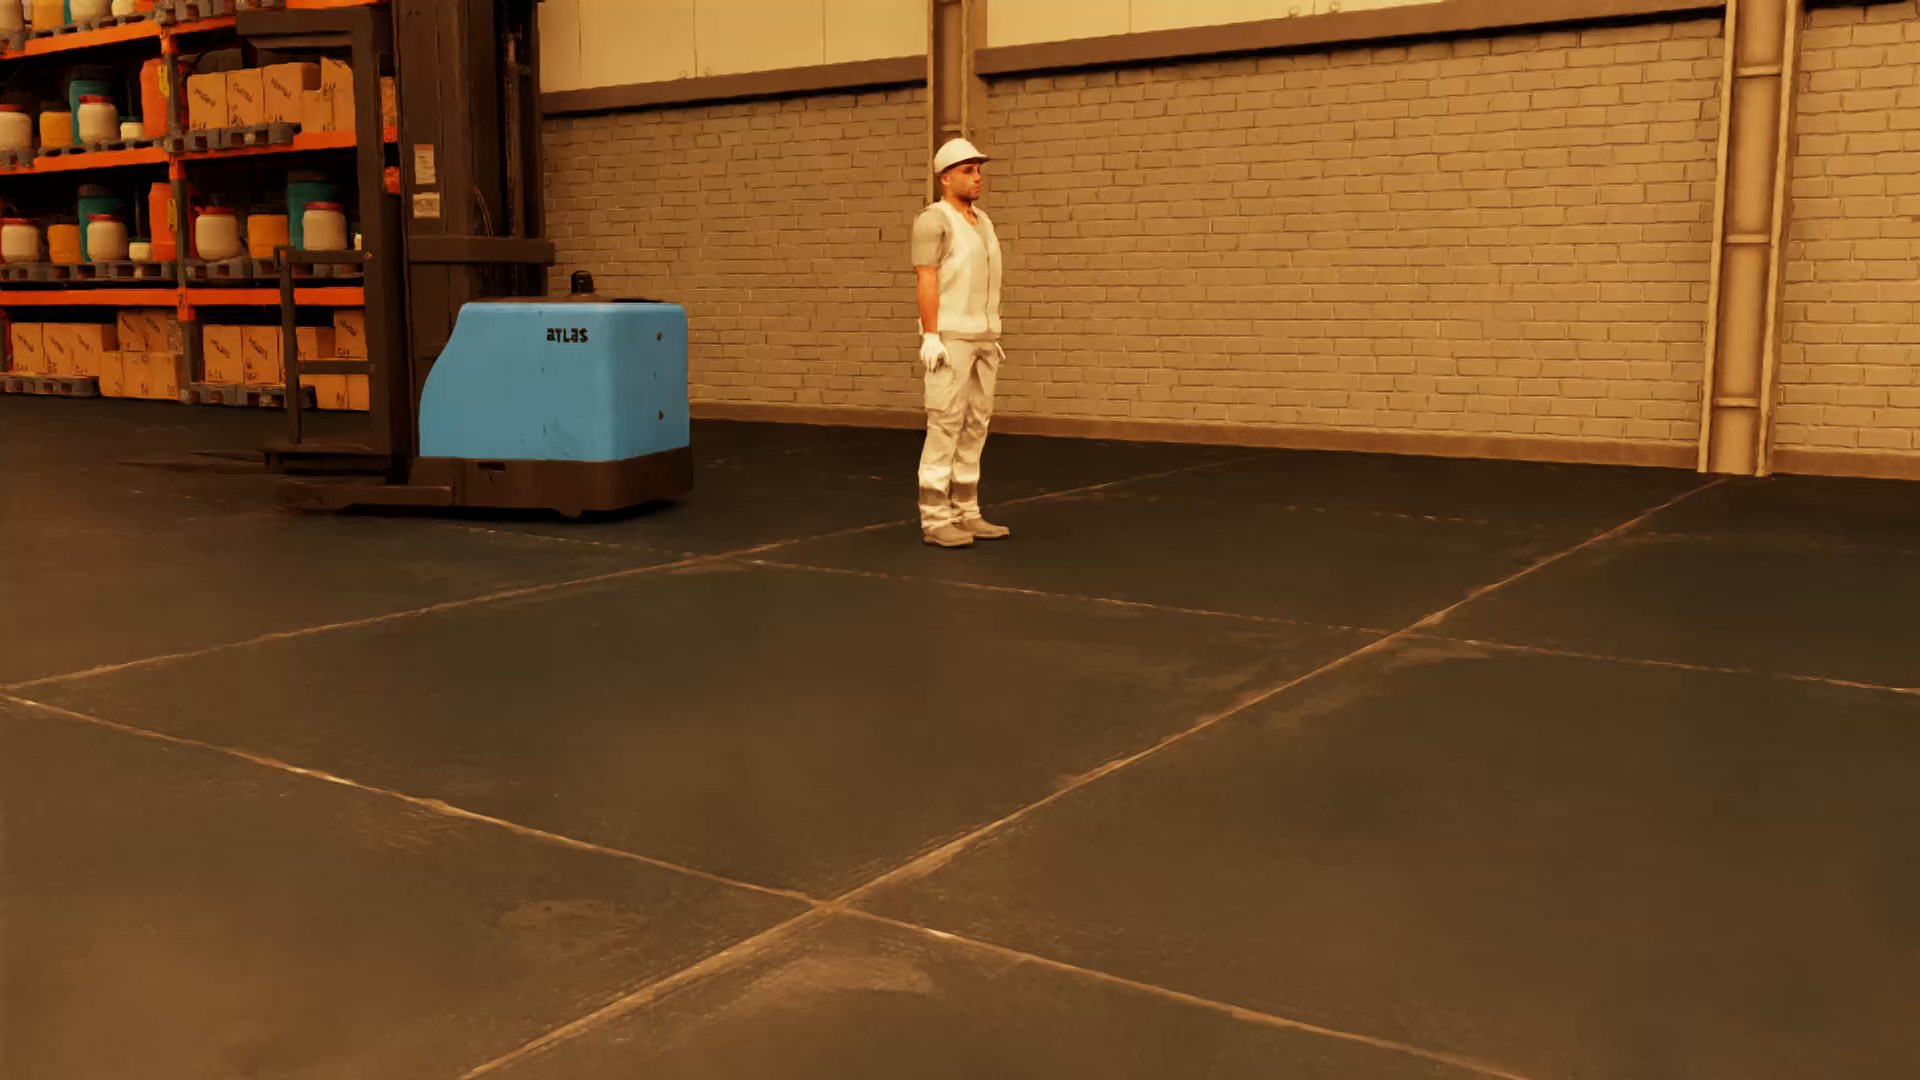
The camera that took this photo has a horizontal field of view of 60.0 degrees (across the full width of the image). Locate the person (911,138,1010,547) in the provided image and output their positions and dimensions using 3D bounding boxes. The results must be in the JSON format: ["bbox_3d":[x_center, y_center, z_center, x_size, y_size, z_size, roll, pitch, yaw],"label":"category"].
[{"bbox_3d":[0.018,-0.885,7.467,0.349,1.795,0.540,5,10,34],"label":"person"}]

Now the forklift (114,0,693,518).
[{"bbox_3d":[-3.022,-1.645,8.764,3.031,2.935,1.130,2,8,14],"label":"forklift"}]
